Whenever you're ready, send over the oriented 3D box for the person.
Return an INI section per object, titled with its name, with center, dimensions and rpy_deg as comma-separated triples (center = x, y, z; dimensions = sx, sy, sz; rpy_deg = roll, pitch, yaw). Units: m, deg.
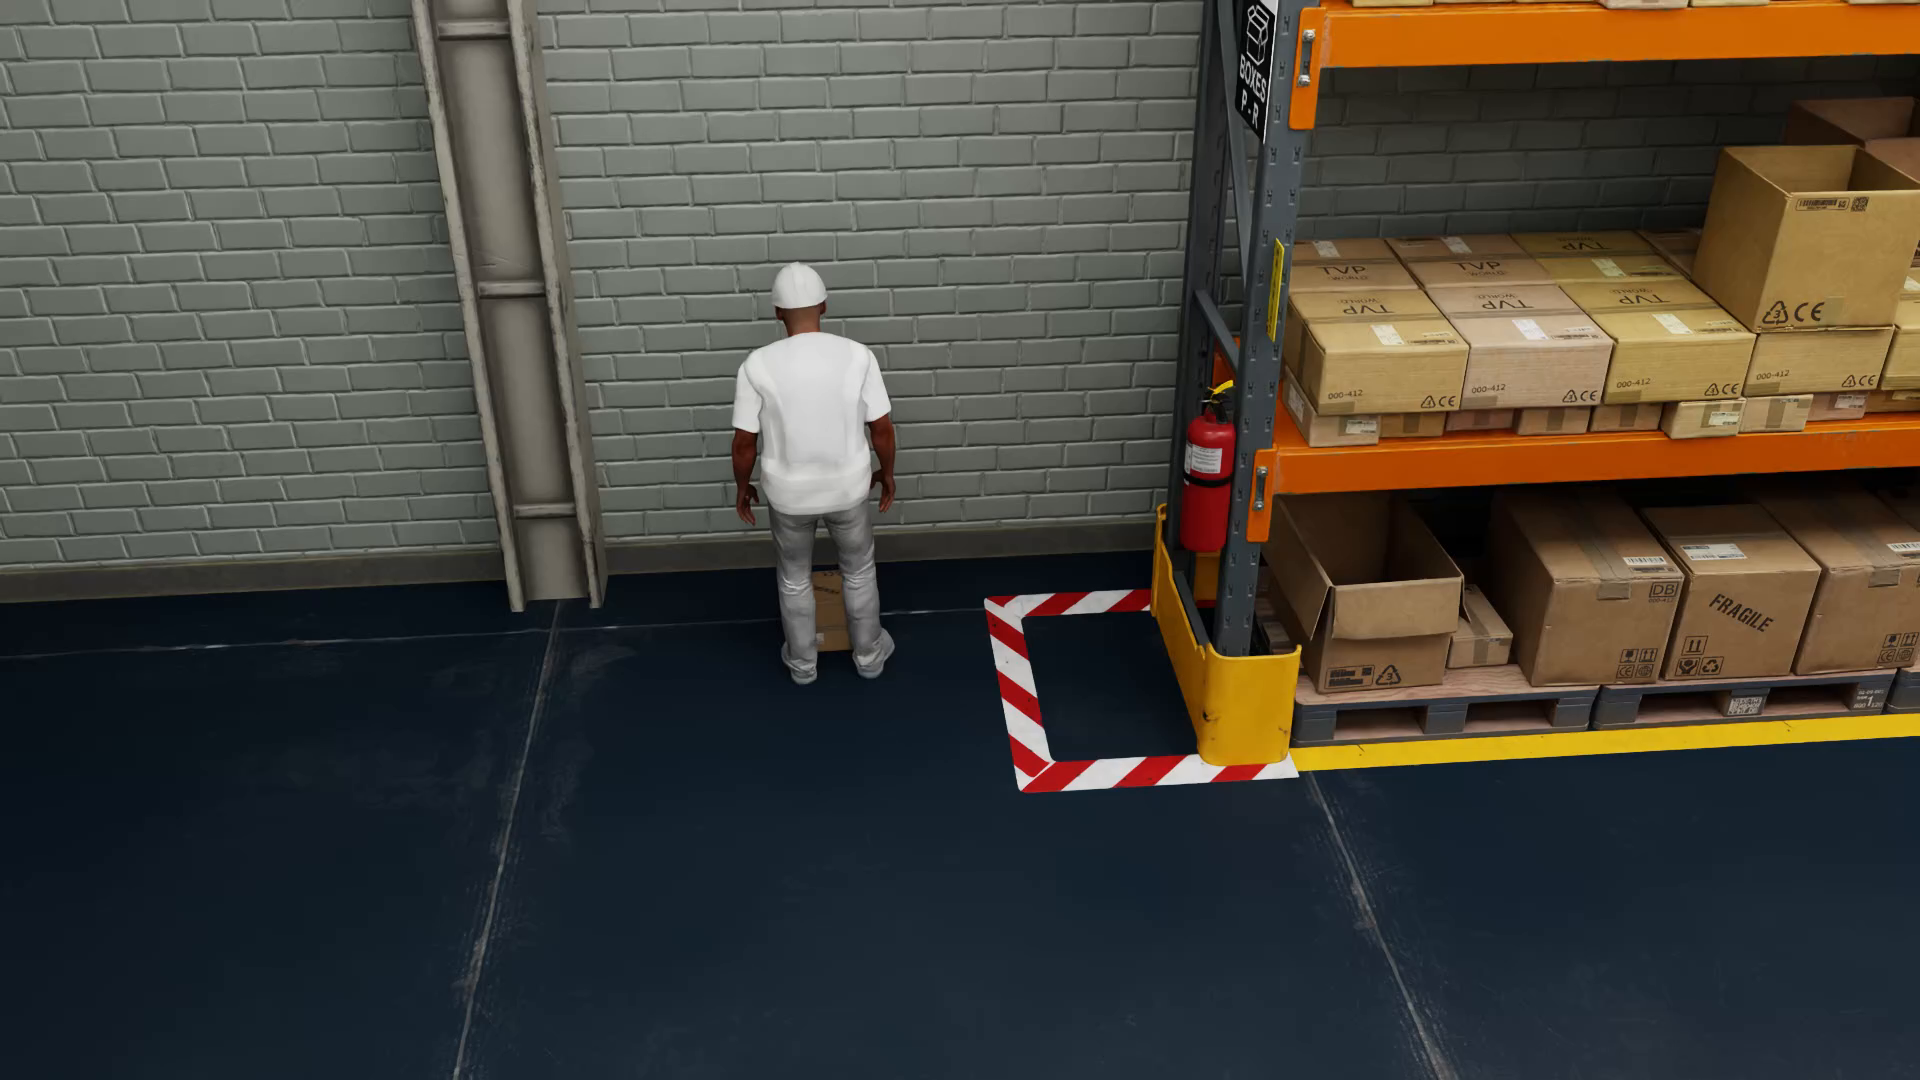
[person]
center = -0.563, -0.228, 6.496
dimensions = 0.634, 1.760, 0.458
rpy_deg = -4, 31, -7
